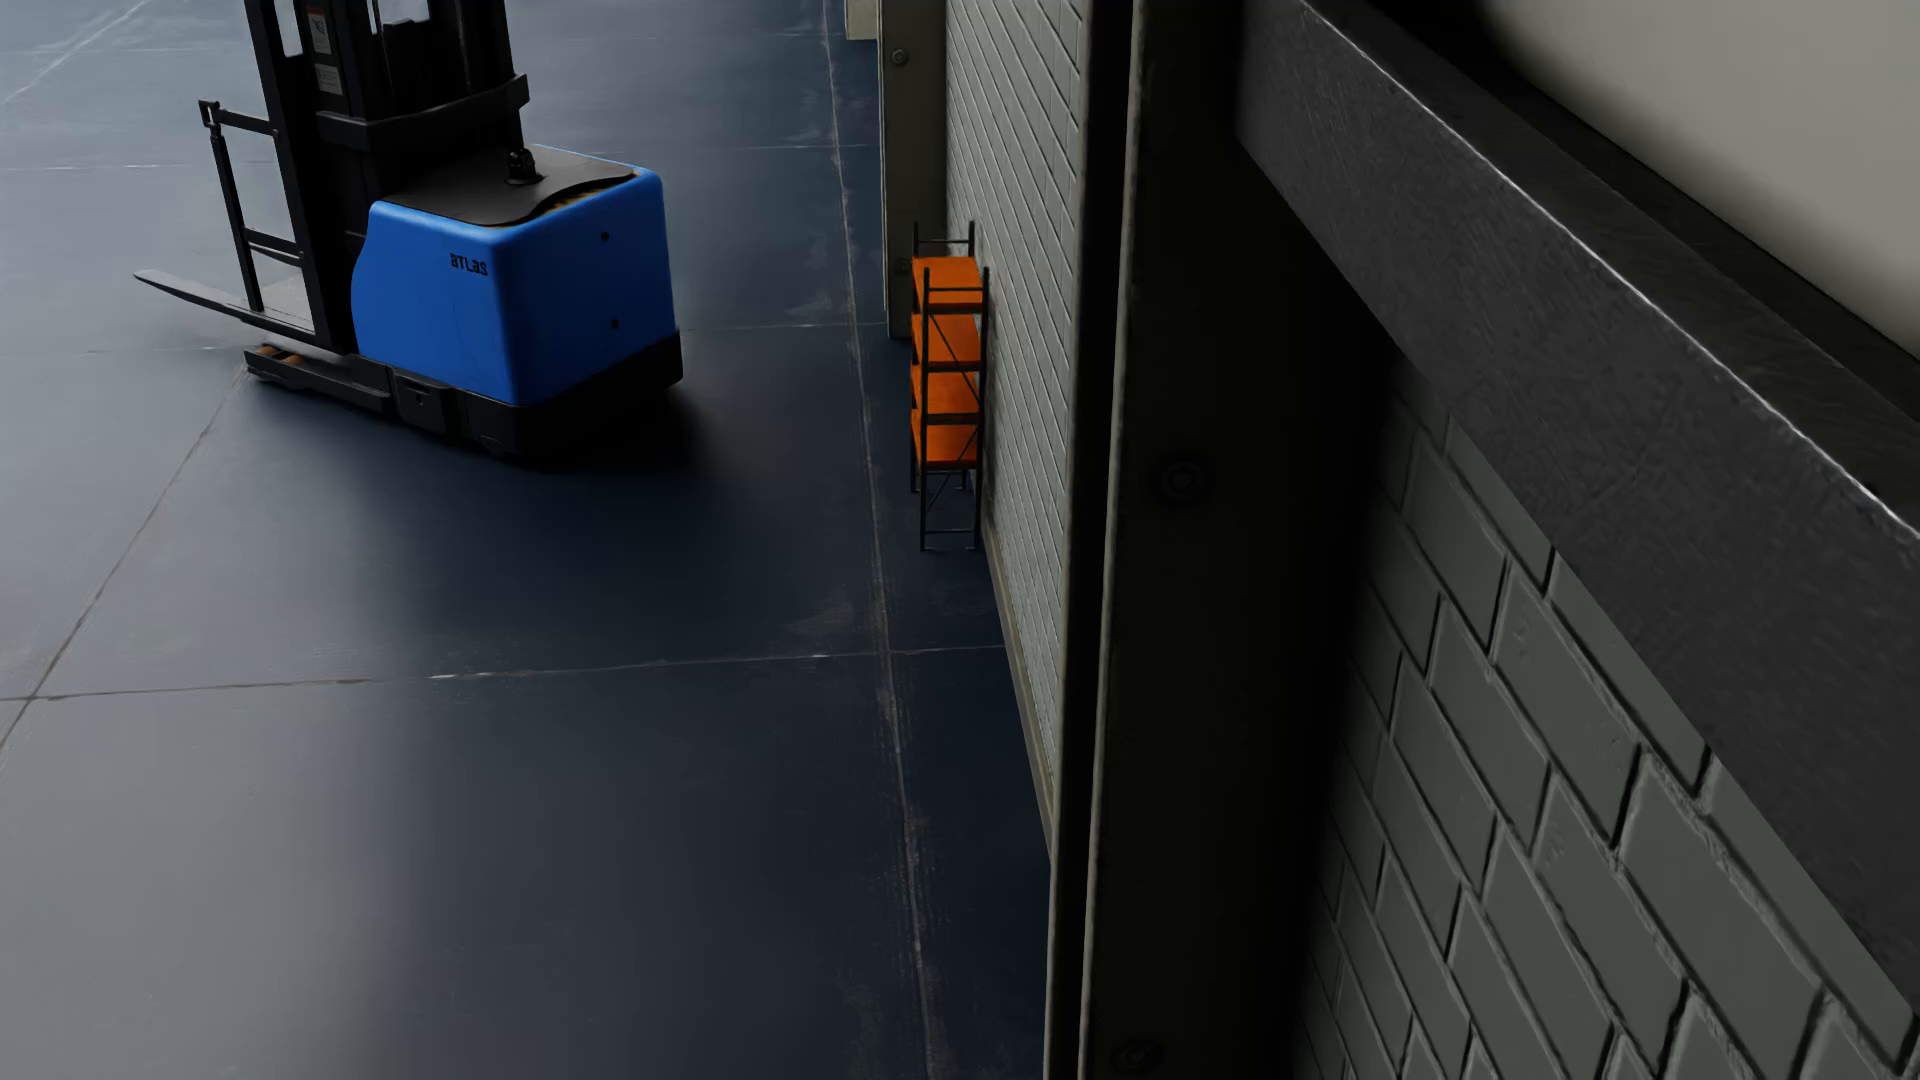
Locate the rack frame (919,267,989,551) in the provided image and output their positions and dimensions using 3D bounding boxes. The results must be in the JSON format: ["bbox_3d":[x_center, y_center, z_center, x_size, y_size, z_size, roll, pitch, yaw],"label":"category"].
[{"bbox_3d":[-0.028,-0.477,6.372,0.240,1.200,0.015,-2,31,-6],"label":"rack frame"}]

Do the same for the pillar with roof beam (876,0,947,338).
[{"bbox_3d":[-4.515,-4.794,6.001,9.100,9.000,0.400,-3,31,-5],"label":"pillar with roof beam"}]

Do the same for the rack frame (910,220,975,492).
[{"bbox_3d":[-0.077,-0.726,6.789,0.240,1.200,0.015,-2,31,-6],"label":"rack frame"}]

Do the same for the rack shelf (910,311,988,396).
[{"bbox_3d":[-0.048,-0.736,6.501,0.258,0.148,0.480,-2,31,-6],"label":"rack shelf"}]

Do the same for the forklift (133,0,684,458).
[{"bbox_3d":[-2.836,-2.179,7.539,3.031,2.935,1.130,18,35,27],"label":"forklift"}]

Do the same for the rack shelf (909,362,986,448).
[{"bbox_3d":[-0.054,-0.544,6.615,0.258,0.148,0.480,-2,31,-6],"label":"rack shelf"}]

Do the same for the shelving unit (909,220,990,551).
[{"bbox_3d":[-0.052,-0.602,6.580,0.258,1.200,0.503,-2,31,-6],"label":"shelving unit"}]

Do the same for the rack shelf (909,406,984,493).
[{"bbox_3d":[-0.059,-0.373,6.716,0.258,0.148,0.480,-2,31,-6],"label":"rack shelf"}]

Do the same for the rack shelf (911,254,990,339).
[{"bbox_3d":[-0.042,-0.939,6.380,0.258,0.148,0.480,-2,31,-6],"label":"rack shelf"}]

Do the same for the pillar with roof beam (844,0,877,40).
[{"bbox_3d":[-5.076,-7.858,11.130,9.100,9.000,0.400,-3,31,-5],"label":"pillar with roof beam"}]
